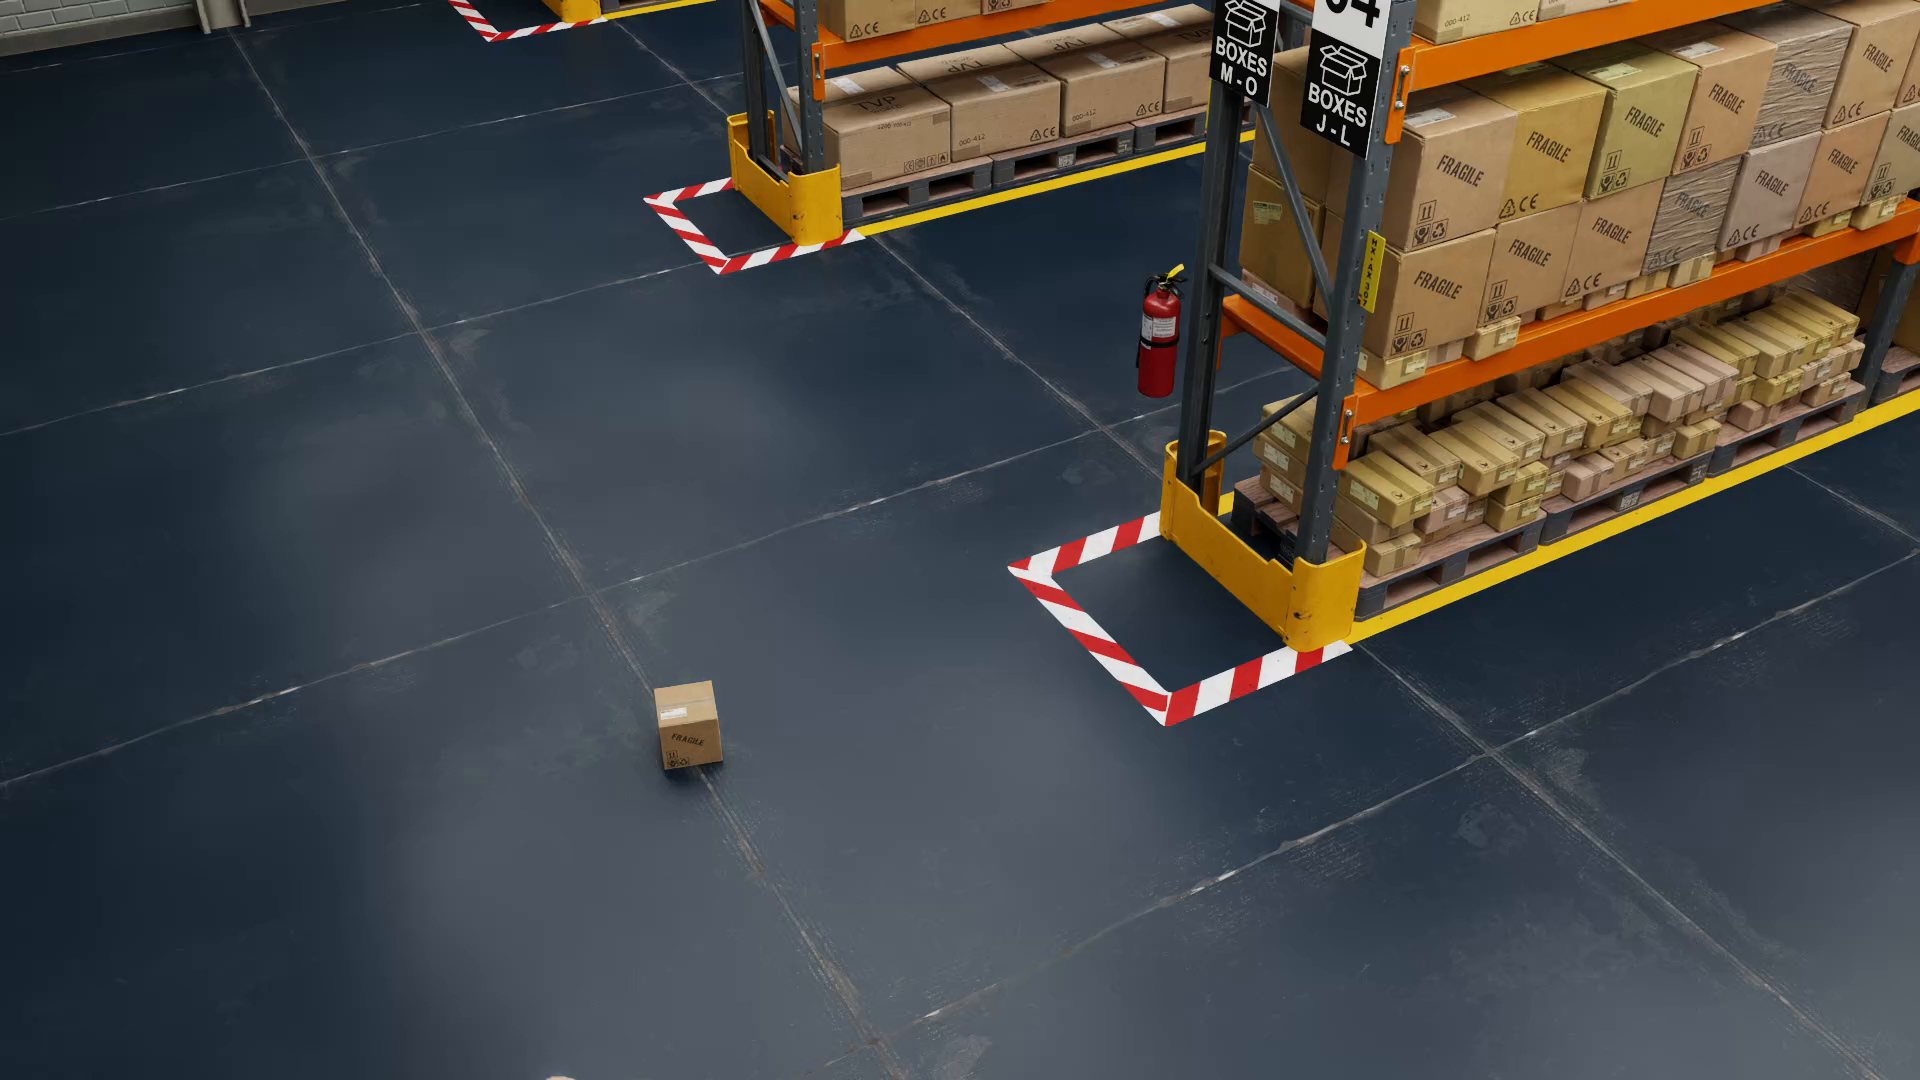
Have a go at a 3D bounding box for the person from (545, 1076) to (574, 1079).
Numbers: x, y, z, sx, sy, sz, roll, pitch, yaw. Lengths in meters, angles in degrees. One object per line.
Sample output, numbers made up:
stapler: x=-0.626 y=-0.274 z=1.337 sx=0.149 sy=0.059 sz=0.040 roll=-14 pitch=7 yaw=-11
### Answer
person: x=-0.927 y=2.045 z=4.133 sx=0.575 sy=1.737 sz=1.008 roll=1 pitch=36 yaw=1
